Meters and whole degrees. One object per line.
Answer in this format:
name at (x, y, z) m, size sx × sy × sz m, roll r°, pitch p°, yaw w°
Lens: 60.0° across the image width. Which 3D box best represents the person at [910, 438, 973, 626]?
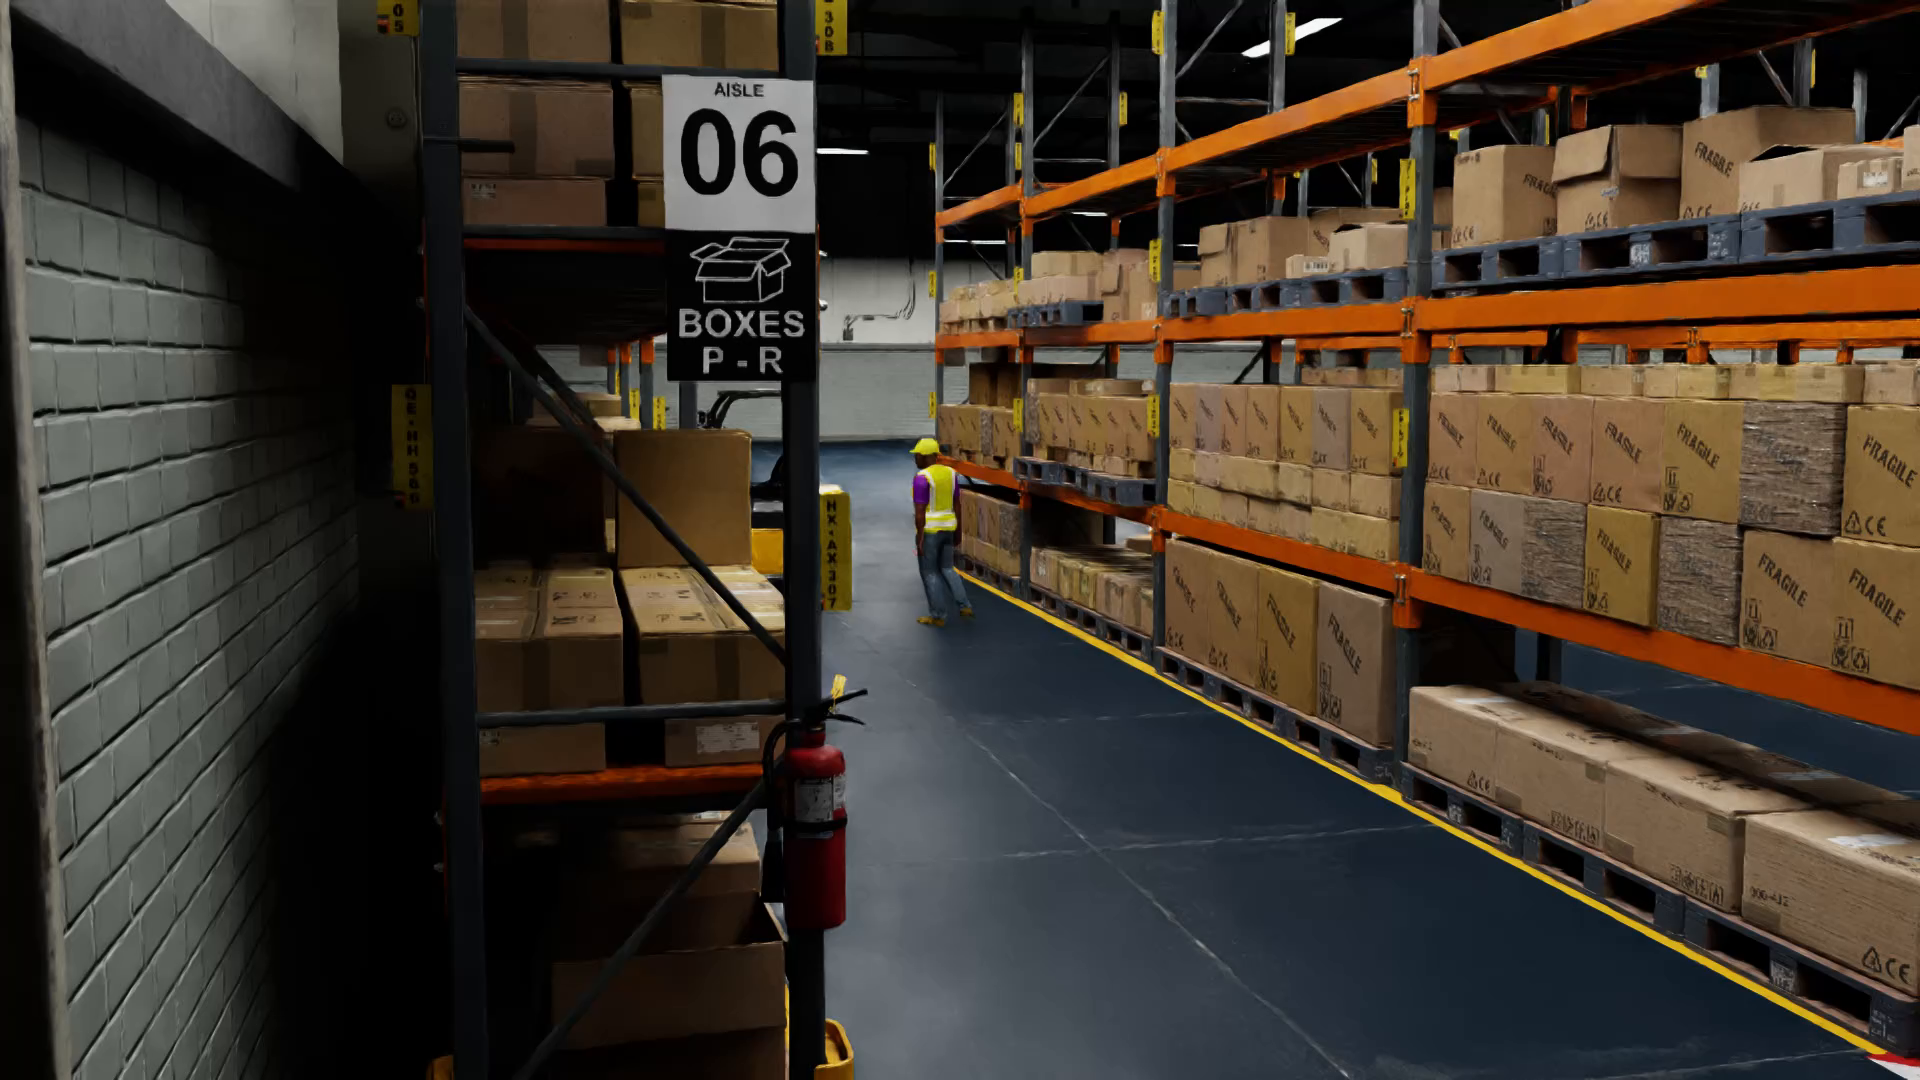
person at (-0.180, -0.076, 15.575) m, size 0.568 × 1.757 × 0.614 m, roll 6°, pitch 8°, yaw 43°
